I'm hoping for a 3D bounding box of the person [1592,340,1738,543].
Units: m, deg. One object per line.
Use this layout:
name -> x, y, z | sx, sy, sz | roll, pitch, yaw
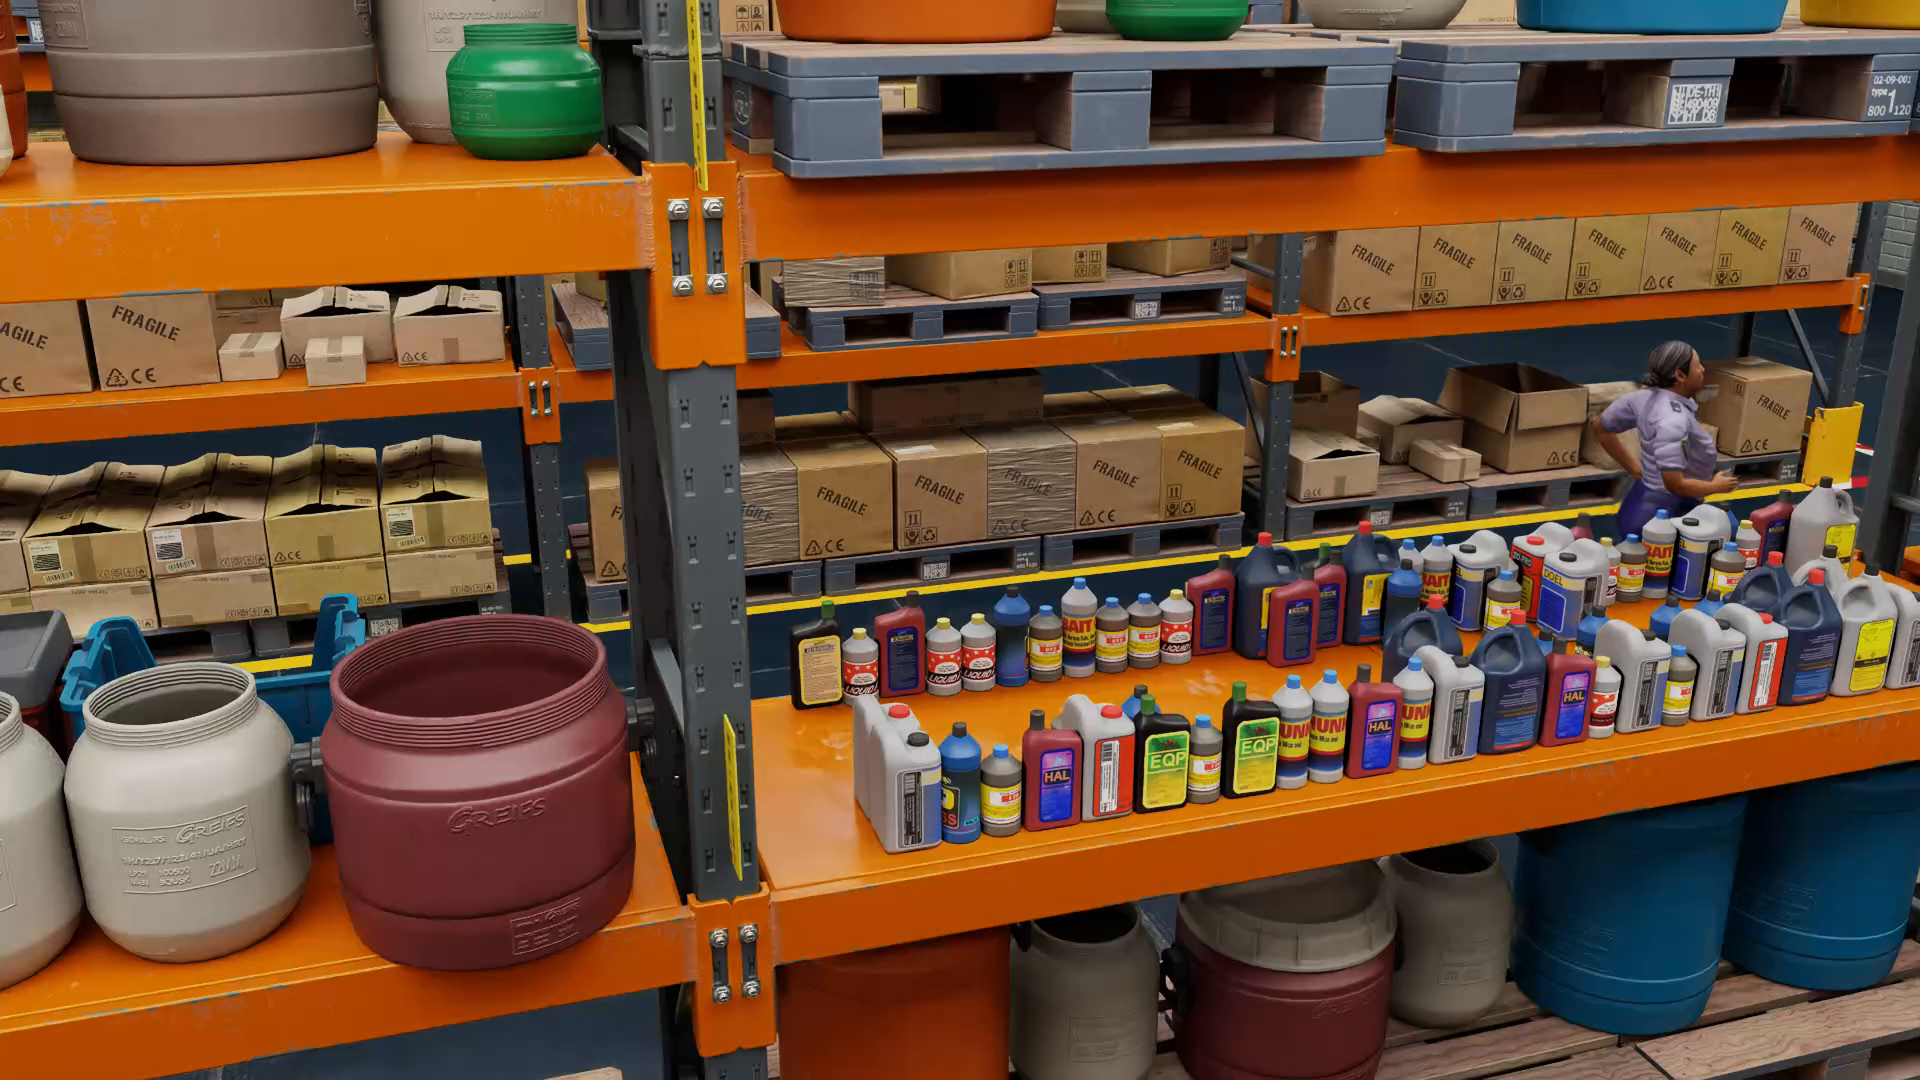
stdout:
person -> 2.990, -0.014, 7.190 | 0.614, 1.689, 0.618 | 5, 20, 13
